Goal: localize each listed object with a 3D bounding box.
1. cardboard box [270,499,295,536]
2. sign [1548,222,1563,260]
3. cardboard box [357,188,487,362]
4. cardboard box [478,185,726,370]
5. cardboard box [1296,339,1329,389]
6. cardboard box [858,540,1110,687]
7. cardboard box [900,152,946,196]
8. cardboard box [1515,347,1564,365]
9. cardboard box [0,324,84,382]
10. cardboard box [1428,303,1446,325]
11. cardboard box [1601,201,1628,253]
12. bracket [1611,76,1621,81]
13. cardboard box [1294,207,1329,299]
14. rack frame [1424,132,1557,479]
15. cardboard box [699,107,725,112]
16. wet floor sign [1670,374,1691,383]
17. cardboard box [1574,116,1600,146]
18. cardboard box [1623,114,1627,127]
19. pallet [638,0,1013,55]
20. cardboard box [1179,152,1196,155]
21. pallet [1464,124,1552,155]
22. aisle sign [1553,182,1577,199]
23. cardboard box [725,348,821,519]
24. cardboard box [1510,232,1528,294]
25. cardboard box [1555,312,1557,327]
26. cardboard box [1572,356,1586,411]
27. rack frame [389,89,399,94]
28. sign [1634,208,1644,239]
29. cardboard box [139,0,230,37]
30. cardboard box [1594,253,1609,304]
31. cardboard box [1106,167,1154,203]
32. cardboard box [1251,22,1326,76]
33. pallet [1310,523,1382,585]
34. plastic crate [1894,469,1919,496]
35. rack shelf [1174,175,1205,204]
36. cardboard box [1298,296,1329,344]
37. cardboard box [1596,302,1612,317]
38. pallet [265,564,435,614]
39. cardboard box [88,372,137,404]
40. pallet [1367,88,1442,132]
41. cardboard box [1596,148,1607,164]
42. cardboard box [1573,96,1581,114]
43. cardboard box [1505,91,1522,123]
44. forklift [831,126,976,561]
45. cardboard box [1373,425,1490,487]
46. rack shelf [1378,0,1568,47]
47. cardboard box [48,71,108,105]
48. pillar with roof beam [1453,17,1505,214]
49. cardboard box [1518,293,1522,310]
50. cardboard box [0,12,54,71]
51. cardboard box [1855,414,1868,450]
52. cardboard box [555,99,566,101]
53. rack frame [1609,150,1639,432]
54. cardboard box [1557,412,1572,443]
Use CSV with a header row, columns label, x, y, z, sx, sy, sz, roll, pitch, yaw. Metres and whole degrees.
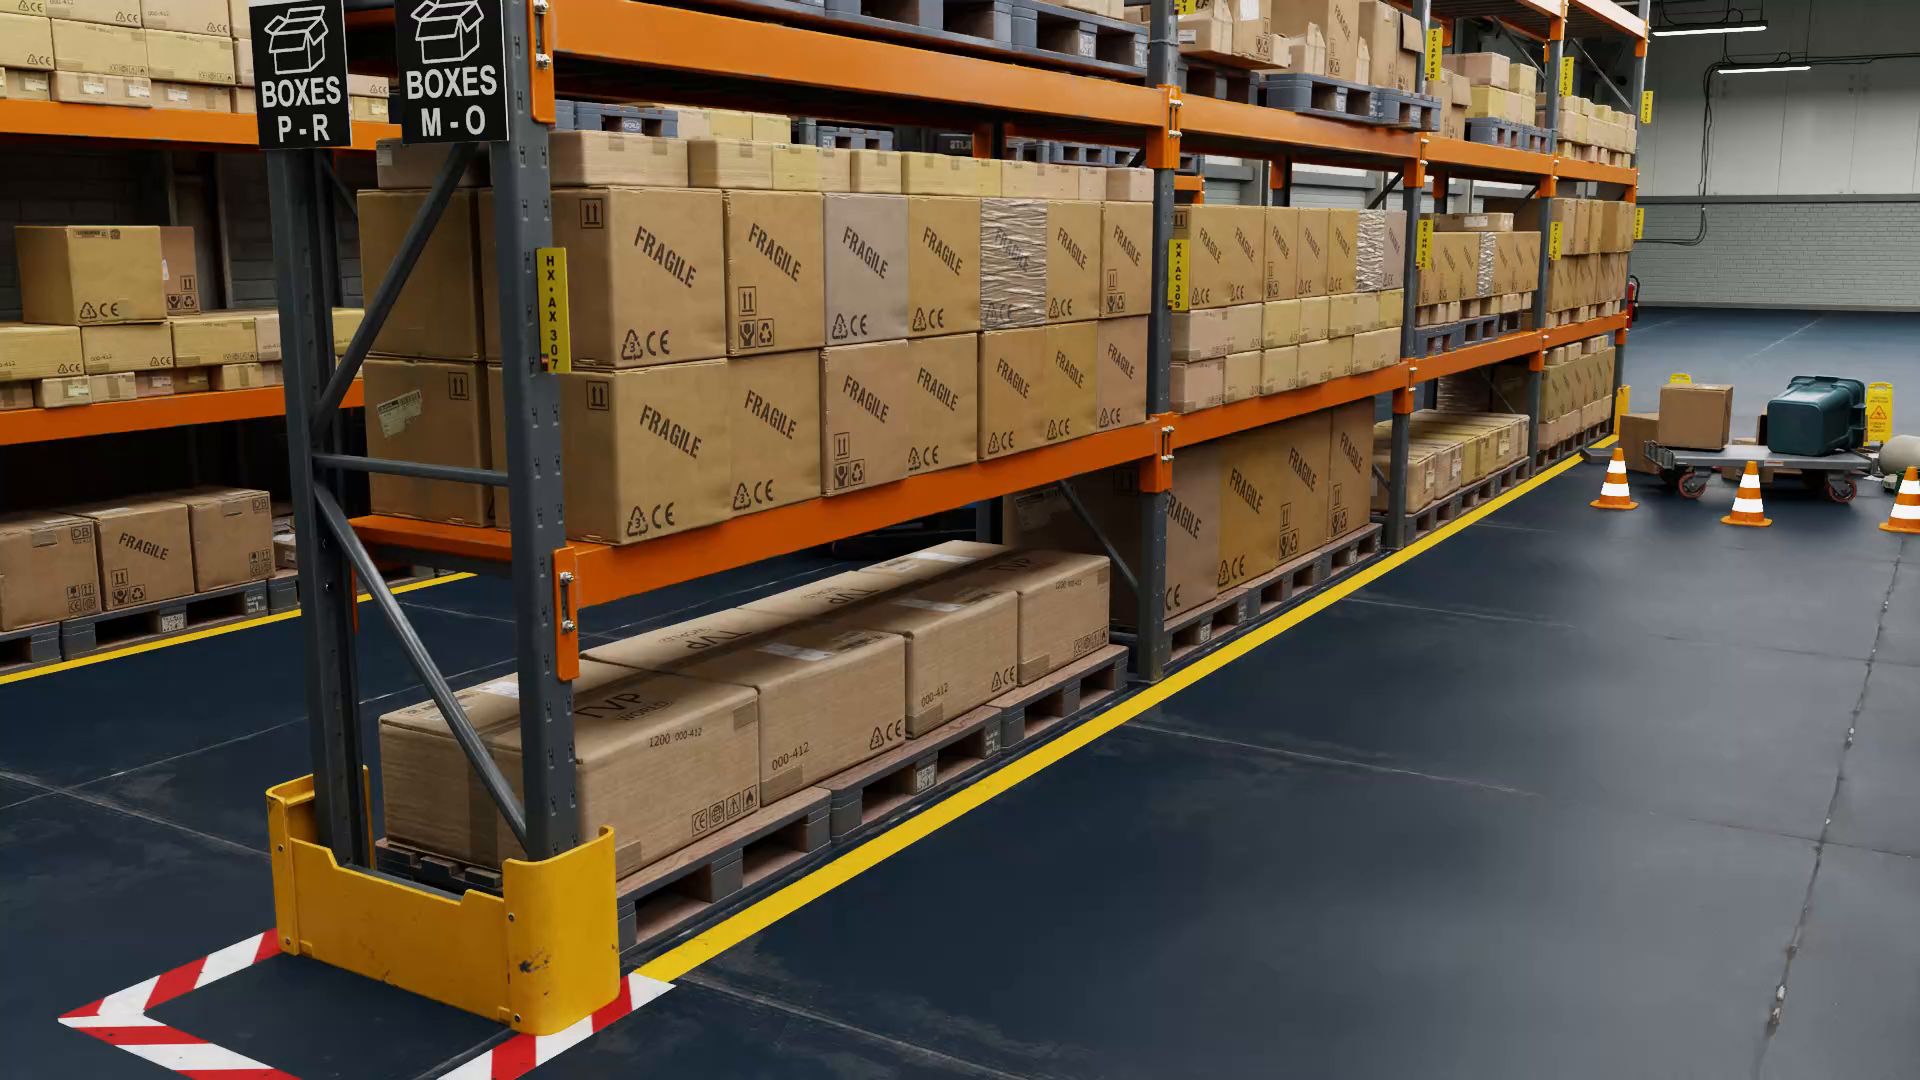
label,x,y,z,sx,sy,sz,roll,pitch,yaw
cardboard box,-4.249,-0.097,10.401,0.500,0.311,0.500,7,13,33
sign,5.170,-2.595,14.431,0.100,0.325,0.005,6,12,31
cardboard box,-1.490,-0.830,5.162,0.500,0.500,0.500,7,13,33
cardboard box,-1.044,-0.780,4.894,0.500,0.500,0.500,6,12,29
cardboard box,1.808,-1.029,9.619,0.500,0.250,0.500,6,12,30
cardboard box,0.122,0.321,7.822,0.875,0.438,0.875,6,12,30
cardboard box,-0.275,-1.320,6.014,0.380,0.149,0.250,6,12,29
cardboard box,5.347,-1.701,15.336,0.380,0.149,0.250,7,12,32
cardboard box,-4.793,-0.942,8.348,0.500,0.250,0.500,6,12,30
cardboard box,3.301,-1.645,12.047,0.380,0.149,0.250,5,12,27
cardboard box,6.245,-3.124,16.607,0.700,0.500,0.500,6,12,30
bracket,18.412,-12.905,46.564,0.076,0.066,3.189,6,12,31
cardboard box,1.780,-1.646,9.518,0.500,0.500,0.500,6,12,30
rack frame,4.693,-2.078,14.818,1.000,3.000,0.127,6,12,31
cardboard box,-2.007,-3.320,12.621,0.380,0.149,0.250,6,12,31
wet floor sign,7.783,-1.478,18.008,0.232,0.644,0.267,-8,13,-38
cardboard box,5.687,-3.828,15.610,0.500,0.250,0.500,7,12,31
cardboard box,6.680,-4.332,17.220,0.380,0.149,0.250,7,12,32
pallet,-0.528,-1.932,6.127,1.003,0.211,1.213,6,12,31
cardboard box,2.504,-4.867,19.879,0.500,0.500,0.500,7,13,33
pallet,4.282,-3.373,14.095,1.213,0.211,1.003,6,12,31
aisle sign,6.537,-4.024,18.149,0.394,0.787,0.004,6,12,31
cardboard box,-0.803,-0.370,5.424,0.500,0.500,0.500,6,12,30
cardboard box,4.393,-2.307,13.820,0.500,0.500,0.500,6,12,31
cardboard box,5.218,-2.018,15.181,0.380,0.149,0.250,7,13,32
cardboard box,5.769,-1.535,16.211,0.500,0.500,0.500,7,13,34
rack frame,-3.704,-4.242,10.075,1.000,3.000,0.127,6,12,31
sign,7.234,-3.376,17.742,0.100,0.325,0.005,6,12,31
cardboard box,-4.287,-2.824,8.892,0.500,0.250,0.500,7,12,32
cardboard box,6.197,-2.634,16.708,0.500,0.500,0.500,6,12,30
cardboard box,0.652,-1.601,7.515,0.380,0.149,0.250,6,12,30
cardboard box,1.788,-2.689,9.151,0.396,0.266,0.258,8,13,35
pallet,2.143,0.038,11.090,1.003,0.211,1.213,6,12,31
plastic crate,7.947,-0.420,13.445,0.662,0.188,0.450,-6,22,-28
rack shelf,1.487,-3.987,18.818,1.077,0.370,4.000,6,12,31
cardboard box,1.802,-1.276,9.579,0.500,0.250,0.500,6,12,29
cardboard box,6.463,-2.372,17.072,0.380,0.149,0.250,7,12,32
pallet,-4.062,0.185,10.307,1.003,0.211,1.213,6,12,31
cardboard box,-4.545,-0.808,8.715,0.380,0.149,0.250,7,13,32
pallet,2.328,-2.724,10.631,1.213,0.211,1.003,7,13,33
cardboard box,6.065,-3.730,16.170,0.380,0.149,0.250,6,12,30
cardboard box,5.391,-3.924,15.040,0.380,0.149,0.250,6,12,29
cardboard box,4.247,-3.500,13.530,0.500,0.250,0.500,7,12,31
forklift,-0.661,-1.411,11.440,3.031,2.935,1.130,-3,11,-17
cardboard box,3.693,-0.687,13.388,0.950,0.372,0.625,7,13,33
rack shelf,3.655,-4.162,12.689,1.077,0.370,4.000,6,12,31
cardboard box,-4.538,-2.275,8.401,0.380,0.149,0.250,6,12,31
pillar with roof beam,14.419,-8.526,32.955,9.100,9.000,0.548,6,12,31
cardboard box,4.510,-2.014,14.017,0.380,0.149,0.250,6,12,29
cardboard box,-4.794,-2.416,8.072,0.500,0.250,0.500,6,12,29
cardboard box,8.022,-0.962,15.640,0.797,0.503,0.637,-2,11,-9
cardboard box,-3.010,-3.167,11.753,0.380,0.149,0.250,6,12,31
rack frame,6.770,-2.707,18.178,1.000,3.000,0.127,6,12,31
cardboard box,5.498,-1.085,15.844,0.500,0.250,0.500,7,13,34
